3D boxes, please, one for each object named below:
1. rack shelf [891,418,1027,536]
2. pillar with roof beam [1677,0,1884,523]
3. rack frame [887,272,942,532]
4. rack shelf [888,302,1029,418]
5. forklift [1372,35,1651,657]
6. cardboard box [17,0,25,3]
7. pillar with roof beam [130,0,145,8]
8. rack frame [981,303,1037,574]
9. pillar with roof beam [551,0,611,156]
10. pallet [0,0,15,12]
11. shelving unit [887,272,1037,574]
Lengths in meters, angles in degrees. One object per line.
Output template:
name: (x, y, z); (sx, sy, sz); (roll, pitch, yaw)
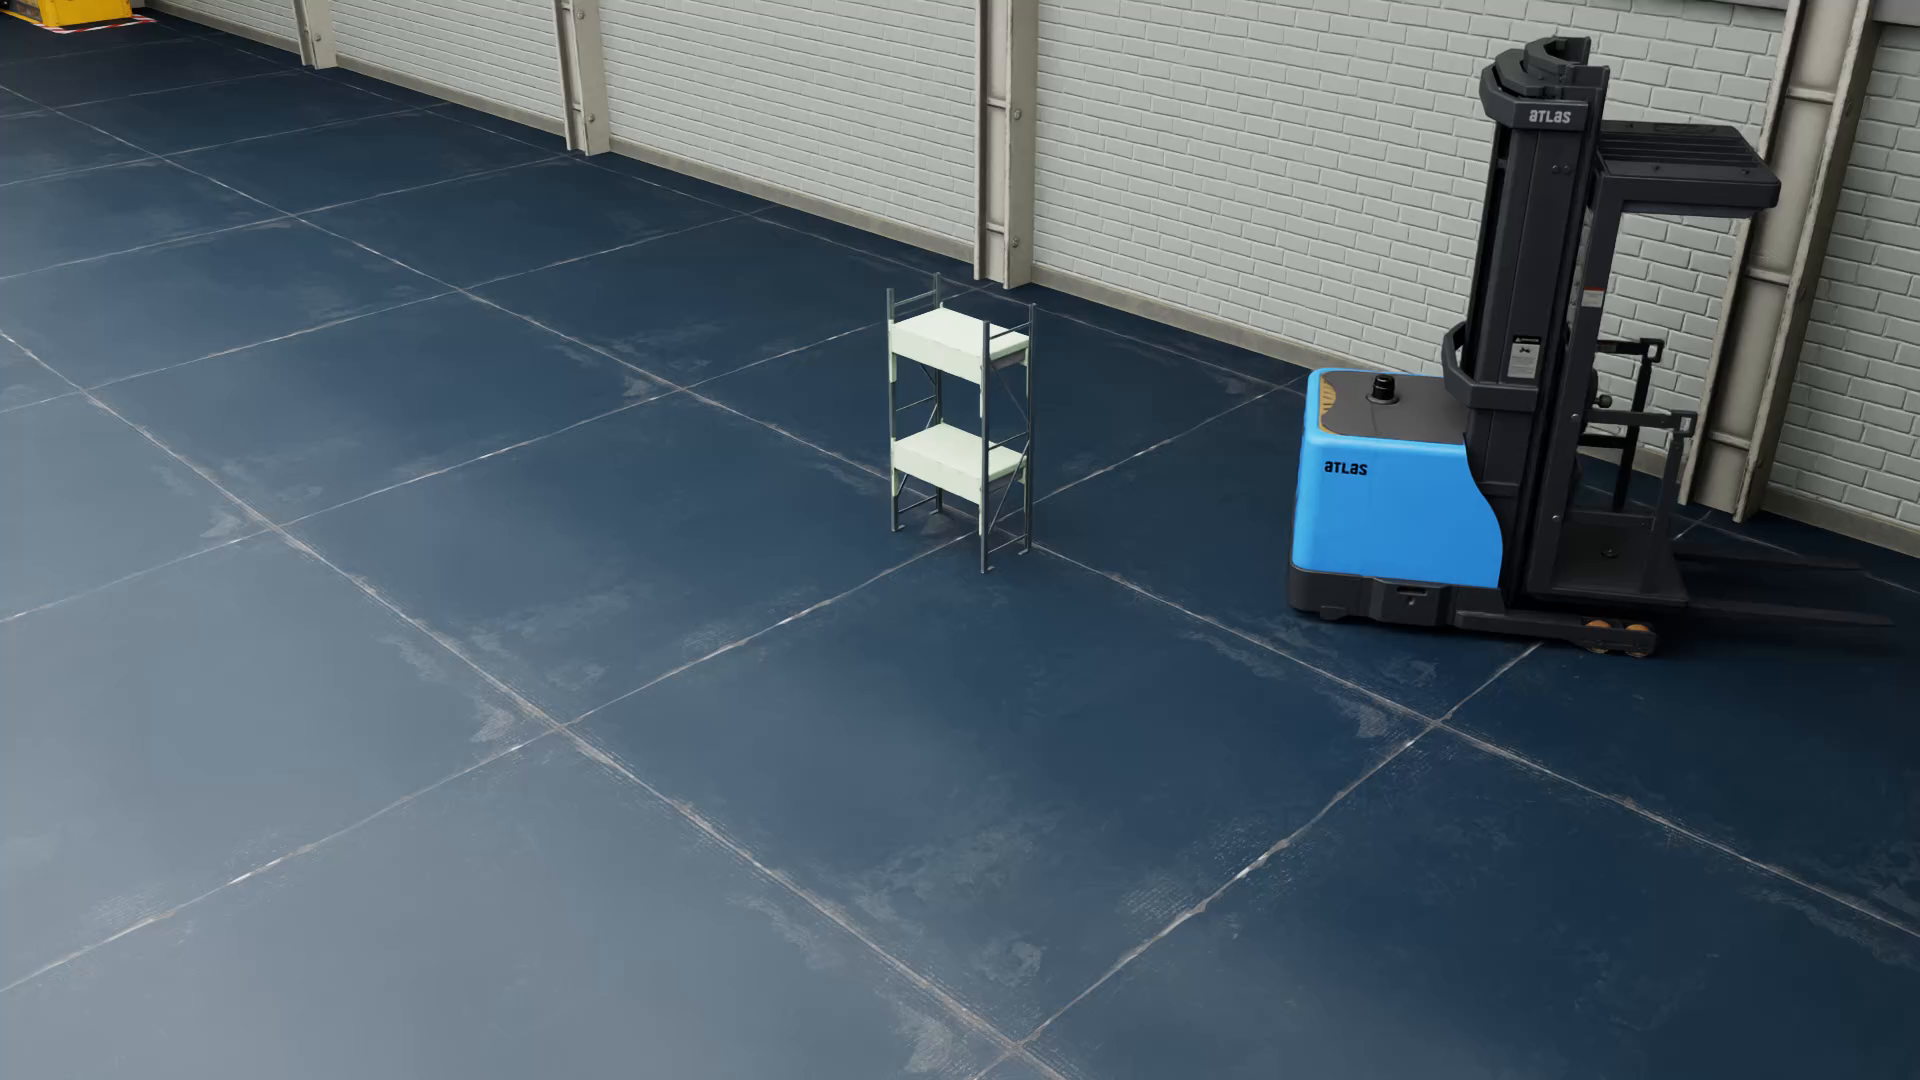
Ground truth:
rack shelf: (0.005, -0.373, 9.549); (0.720, 0.370, 0.431); (25, 36, 38)
pillar with roof beam: (1.621, -2.770, 5.348); (0.400, 9.000, 9.100); (25, 36, 38)
rack frame: (-0.256, -0.781, 9.624); (0.023, 1.500, 0.400); (25, 36, 38)
rack shelf: (0.005, -1.007, 9.215); (0.720, 0.370, 0.431); (25, 36, 38)
forklift: (3.328, -0.961, 8.427); (3.031, 2.935, 1.121); (5, 28, 10)
cardboard box: (-15.544, -10.533, 25.732); (1.068, 3.350, 6.811); (-25, 37, -39)
pillar with roof beam: (-15.493, -10.600, 20.241); (0.400, 9.000, 9.100); (25, 36, 38)
rack frame: (0.266, -0.542, 9.170); (0.023, 1.500, 0.400); (25, 36, 38)
pillar with roof beam: (-6.936, -6.685, 12.794); (0.400, 9.000, 9.100); (25, 36, 38)
pallet: (-14.051, -8.247, 25.207); (1.213, 0.211, 1.003); (25, 36, 38)
shelving unit: (0.005, -0.662, 9.397); (0.755, 1.500, 0.431); (25, 36, 38)
